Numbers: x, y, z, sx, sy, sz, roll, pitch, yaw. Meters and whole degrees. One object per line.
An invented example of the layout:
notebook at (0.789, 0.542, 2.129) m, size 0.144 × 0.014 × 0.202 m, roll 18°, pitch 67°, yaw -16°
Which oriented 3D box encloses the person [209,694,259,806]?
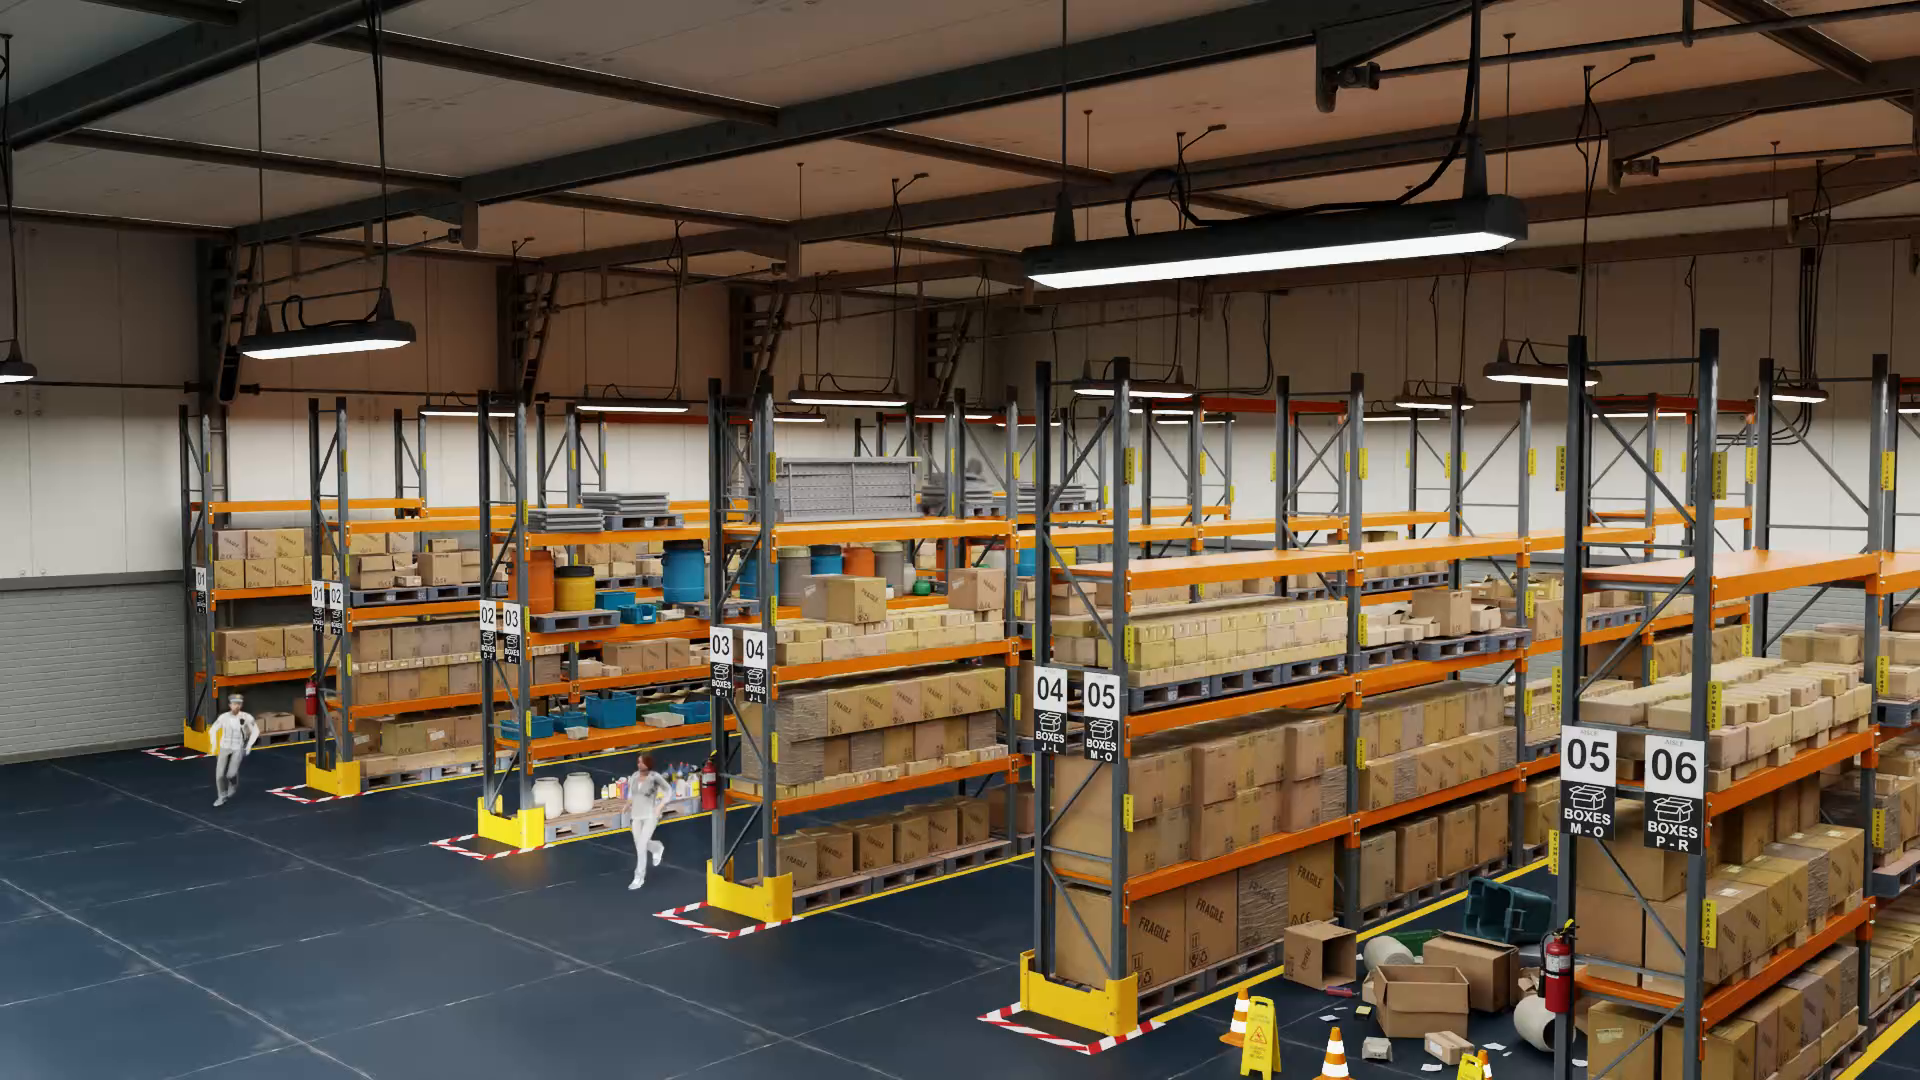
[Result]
person at (-10.670, 3.073, 24.415) m, size 0.667 × 1.634 × 0.501 m, roll -1°, pitch 3°, yaw -11°

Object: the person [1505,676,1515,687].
person at (8.493, 2.956, 25.372) m, size 0.670 × 1.775 × 0.896 m, roll 3°, pitch 4°, yaw 43°

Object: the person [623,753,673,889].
person at (-3.737, 3.349, 19.974) m, size 0.544 × 1.571 × 0.755 m, roll 1°, pitch 3°, yaw 21°
